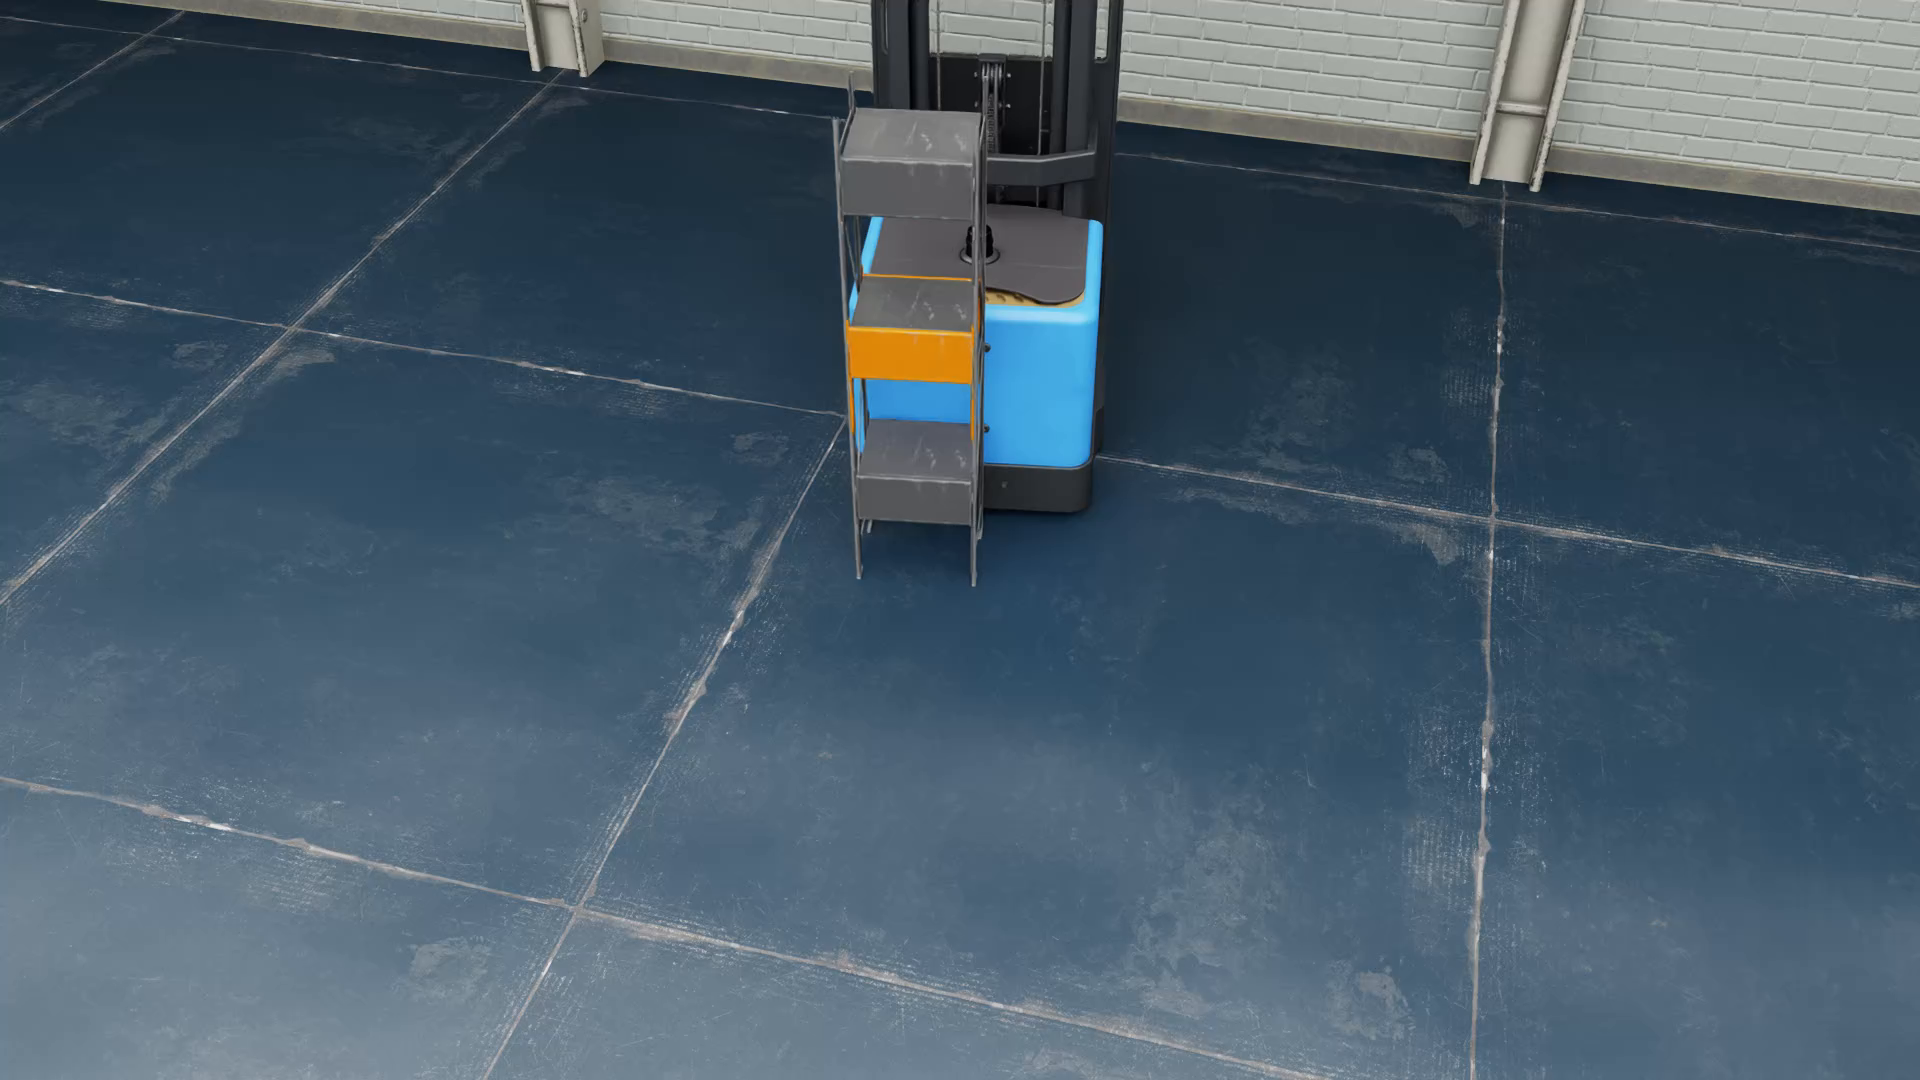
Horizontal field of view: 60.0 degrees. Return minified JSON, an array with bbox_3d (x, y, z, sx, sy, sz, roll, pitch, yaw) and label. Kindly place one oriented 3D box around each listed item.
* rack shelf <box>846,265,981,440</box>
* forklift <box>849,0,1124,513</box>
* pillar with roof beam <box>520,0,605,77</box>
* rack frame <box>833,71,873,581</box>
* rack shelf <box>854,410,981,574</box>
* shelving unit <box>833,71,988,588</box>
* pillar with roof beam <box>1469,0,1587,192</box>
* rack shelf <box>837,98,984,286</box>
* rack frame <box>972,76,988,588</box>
[{"bbox_3d":[-0.168,-0.735,6.513,0.480,0.518,0.431,3,40,4],"label":"rack shelf"},{"bbox_3d":[0.182,-2.181,7.568,1.130,2.935,3.031,3,40,4],"label":"forklift"},{"bbox_3d":[-3.695,-3.919,4.920,0.400,9.000,9.100,10,41,11],"label":"pillar with roof beam"},{"bbox_3d":[-0.411,-0.760,6.521,0.015,2.100,0.400,3,40,4],"label":"rack frame"},{"bbox_3d":[-0.168,-0.199,6.964,0.480,0.518,0.431,3,40,4],"label":"rack shelf"},{"bbox_3d":[-0.168,-0.745,6.505,0.503,2.100,0.431,3,40,4],"label":"shelving unit"},{"bbox_3d":[2.101,-2.922,3.732,0.400,9.000,9.100,10,41,11],"label":"pillar with roof beam"},{"bbox_3d":[-0.168,-1.271,6.063,0.480,0.518,0.431,3,40,4],"label":"rack shelf"},{"bbox_3d":[0.075,-0.731,6.488,0.015,2.100,0.400,3,40,4],"label":"rack frame"}]
